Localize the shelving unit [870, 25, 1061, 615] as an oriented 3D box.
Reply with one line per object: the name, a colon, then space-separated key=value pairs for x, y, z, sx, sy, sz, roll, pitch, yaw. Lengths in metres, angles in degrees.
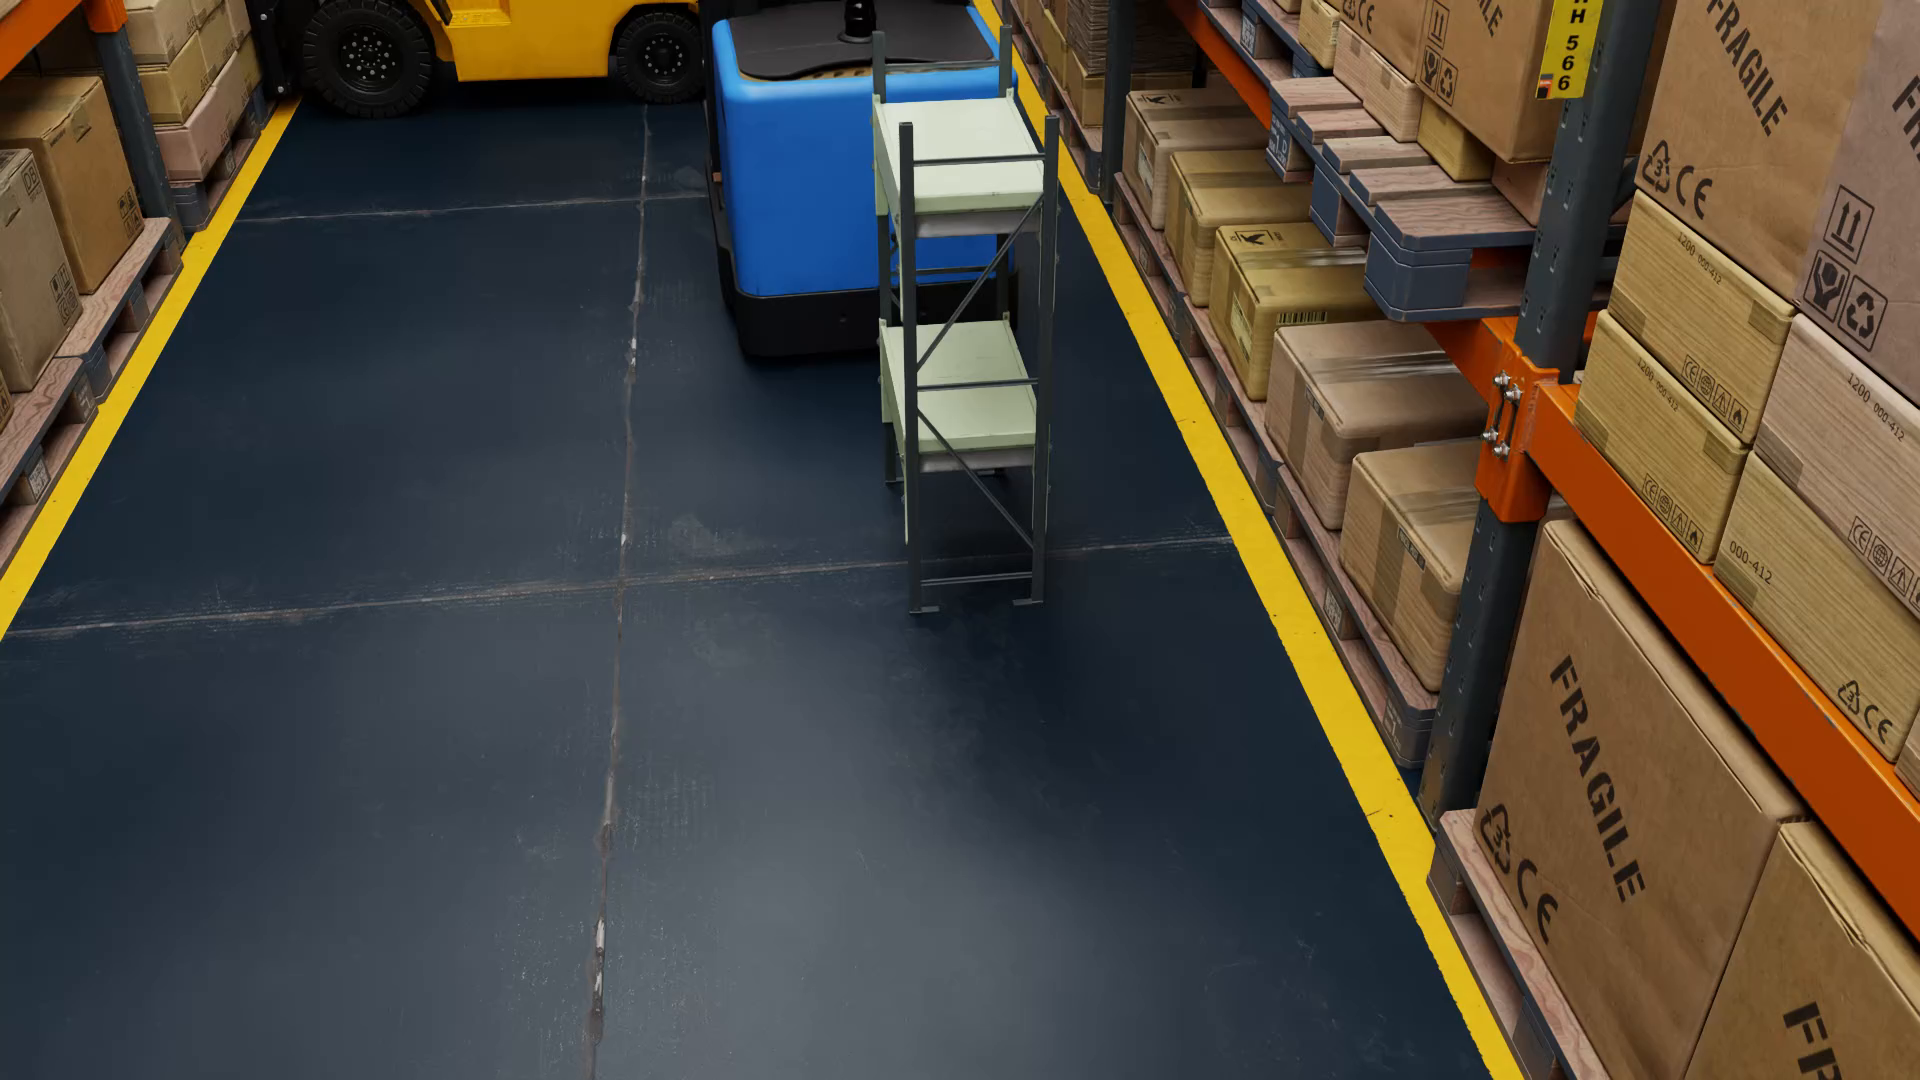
shelving unit: x=-0.001 y=-0.623 z=4.833 sx=0.431 sy=1.500 sz=0.755 roll=-4 pitch=35 yaw=-6

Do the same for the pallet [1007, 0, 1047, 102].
pallet: x=0.841 y=-2.705 z=9.032 sx=1.003 sy=0.211 sz=1.213 roll=-4 pitch=35 yaw=-6

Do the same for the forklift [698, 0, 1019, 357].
forklift: x=-0.551 y=-2.706 z=6.618 sx=1.130 sy=2.935 sz=3.031 roll=-6 pitch=35 yaw=-8

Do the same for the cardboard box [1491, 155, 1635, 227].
cardboard box: x=1.395 y=-0.806 z=3.619 sx=0.380 sy=0.149 sz=0.250 roll=-3 pitch=34 yaw=-5

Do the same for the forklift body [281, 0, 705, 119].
forklift body: x=-2.259 y=-3.386 z=8.309 sx=2.313 sy=2.155 sz=1.214 roll=-4 pitch=35 yaw=-6

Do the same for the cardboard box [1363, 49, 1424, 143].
cardboard box: x=1.209 y=-1.087 z=4.031 sx=0.380 sy=0.149 sz=0.250 roll=-5 pitch=35 yaw=-7

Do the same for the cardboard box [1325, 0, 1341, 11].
cardboard box: x=1.186 y=-1.710 z=4.370 sx=0.500 sy=0.500 sz=0.500 roll=-7 pitch=35 yaw=-10

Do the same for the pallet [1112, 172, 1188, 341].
pallet: x=1.240 y=-1.216 z=6.847 sx=1.003 sy=0.211 sz=1.213 roll=-4 pitch=35 yaw=-6

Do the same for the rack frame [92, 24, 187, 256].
rack frame: x=-3.784 y=-2.425 z=6.145 sx=1.000 sy=3.000 sz=0.127 roll=-4 pitch=35 yaw=-6

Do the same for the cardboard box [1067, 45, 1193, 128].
cardboard box: x=0.788 y=-2.150 z=7.810 sx=0.500 sy=0.250 sz=0.500 roll=-3 pitch=34 yaw=-4

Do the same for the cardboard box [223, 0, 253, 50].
cardboard box: x=-3.669 y=-2.524 z=7.915 sx=0.500 sy=0.250 sz=0.500 roll=-5 pitch=35 yaw=-7

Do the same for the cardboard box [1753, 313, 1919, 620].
cardboard box: x=1.564 y=-0.125 z=2.460 sx=0.500 sy=0.250 sz=0.500 roll=-4 pitch=34 yaw=-5

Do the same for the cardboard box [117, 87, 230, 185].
cardboard box: x=-3.521 y=-1.757 z=7.234 sx=0.500 sy=0.250 sz=0.500 roll=-4 pitch=34 yaw=-6

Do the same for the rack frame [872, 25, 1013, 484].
rack frame: x=-0.050 y=-0.828 z=5.133 sx=0.400 sy=1.500 sz=0.023 roll=-4 pitch=35 yaw=-6

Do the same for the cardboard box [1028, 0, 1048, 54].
cardboard box: x=0.643 y=-2.730 z=8.661 sx=0.500 sy=0.250 sz=0.500 roll=-4 pitch=34 yaw=-6

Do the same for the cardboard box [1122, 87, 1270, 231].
cardboard box: x=1.207 y=-1.598 z=6.892 sx=0.950 sy=0.372 sz=0.625 roll=-4 pitch=34 yaw=-6

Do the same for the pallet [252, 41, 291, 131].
pallet: x=-4.017 y=-2.402 z=8.587 sx=1.003 sy=0.211 sz=1.213 roll=-4 pitch=35 yaw=-6

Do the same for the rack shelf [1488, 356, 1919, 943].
rack shelf: x=1.941 y=0.843 z=1.989 sx=1.077 sy=0.370 sz=4.000 roll=-4 pitch=35 yaw=-6

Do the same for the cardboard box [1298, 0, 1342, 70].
cardboard box: x=1.132 y=-1.381 z=4.462 sx=0.380 sy=0.149 sz=0.250 roll=-4 pitch=34 yaw=-6

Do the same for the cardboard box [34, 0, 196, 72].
cardboard box: x=-3.538 y=-2.169 z=6.950 sx=0.500 sy=0.250 sz=0.500 roll=-5 pitch=35 yaw=-7

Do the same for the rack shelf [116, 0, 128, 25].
rack shelf: x=-4.053 y=-3.244 z=7.985 sx=1.077 sy=0.370 sz=4.000 roll=-4 pitch=35 yaw=-6

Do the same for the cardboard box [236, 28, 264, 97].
cardboard box: x=-3.689 y=-2.325 z=8.067 sx=0.500 sy=0.250 sz=0.500 roll=-4 pitch=34 yaw=-6

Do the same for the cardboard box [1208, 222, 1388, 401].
cardboard box: x=1.402 y=-0.809 z=5.734 sx=0.950 sy=0.372 sz=0.625 roll=-3 pitch=34 yaw=-5

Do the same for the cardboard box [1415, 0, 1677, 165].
cardboard box: x=1.335 y=-1.141 z=3.535 sx=0.500 sy=0.500 sz=0.500 roll=-5 pitch=35 yaw=-8

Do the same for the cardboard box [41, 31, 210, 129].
cardboard box: x=-3.543 y=-1.962 z=7.090 sx=0.500 sy=0.250 sz=0.500 roll=-5 pitch=35 yaw=-7

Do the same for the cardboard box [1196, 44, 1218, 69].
cardboard box: x=1.322 y=-2.500 z=7.657 sx=0.500 sy=0.500 sz=0.500 roll=-3 pitch=34 yaw=-4

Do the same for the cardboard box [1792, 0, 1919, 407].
cardboard box: x=1.572 y=-0.455 z=2.278 sx=0.500 sy=0.500 sz=0.500 roll=-4 pitch=35 yaw=-6

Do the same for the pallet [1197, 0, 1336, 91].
pallet: x=1.365 y=-1.593 z=5.094 sx=1.003 sy=0.211 sz=1.213 roll=-4 pitch=35 yaw=-6

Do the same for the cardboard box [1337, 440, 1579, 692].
cardboard box: x=1.606 y=0.026 z=4.509 sx=0.950 sy=0.372 sz=0.625 roll=-7 pitch=35 yaw=-10

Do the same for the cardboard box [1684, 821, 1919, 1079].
cardboard box: x=1.798 y=1.023 z=2.598 sx=0.875 sy=0.875 sz=0.875 roll=-4 pitch=34 yaw=-6

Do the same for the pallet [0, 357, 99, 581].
pallet: x=-3.479 y=-0.182 z=5.330 sx=1.003 sy=0.211 sz=1.213 roll=-4 pitch=35 yaw=-6

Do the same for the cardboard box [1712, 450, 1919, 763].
cardboard box: x=1.575 y=0.069 z=2.619 sx=0.500 sy=0.250 sz=0.500 roll=-5 pitch=35 yaw=-8

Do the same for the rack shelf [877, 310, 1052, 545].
rack shelf: x=-0.001 y=-0.354 z=5.017 sx=0.431 sy=0.370 sz=0.720 roll=-4 pitch=35 yaw=-6

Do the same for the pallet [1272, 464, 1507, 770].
pallet: x=1.568 y=0.145 z=4.849 sx=1.003 sy=0.211 sz=1.213 roll=-4 pitch=35 yaw=-6

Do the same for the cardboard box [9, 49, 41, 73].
cardboard box: x=-4.042 y=-2.135 z=6.901 sx=0.500 sy=0.250 sz=0.500 roll=-4 pitch=34 yaw=-5

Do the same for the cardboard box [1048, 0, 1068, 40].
cardboard box: x=0.718 y=-2.744 z=8.015 sx=0.500 sy=0.500 sz=0.500 roll=-4 pitch=34 yaw=-6

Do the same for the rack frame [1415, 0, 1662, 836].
rack frame: x=1.672 y=-0.571 z=3.424 sx=1.000 sy=3.000 sz=0.127 roll=-4 pitch=35 yaw=-6

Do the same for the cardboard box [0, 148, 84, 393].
cardboard box: x=-3.606 y=-0.893 z=5.633 sx=0.875 sy=0.625 sz=0.625 roll=-5 pitch=35 yaw=-7
